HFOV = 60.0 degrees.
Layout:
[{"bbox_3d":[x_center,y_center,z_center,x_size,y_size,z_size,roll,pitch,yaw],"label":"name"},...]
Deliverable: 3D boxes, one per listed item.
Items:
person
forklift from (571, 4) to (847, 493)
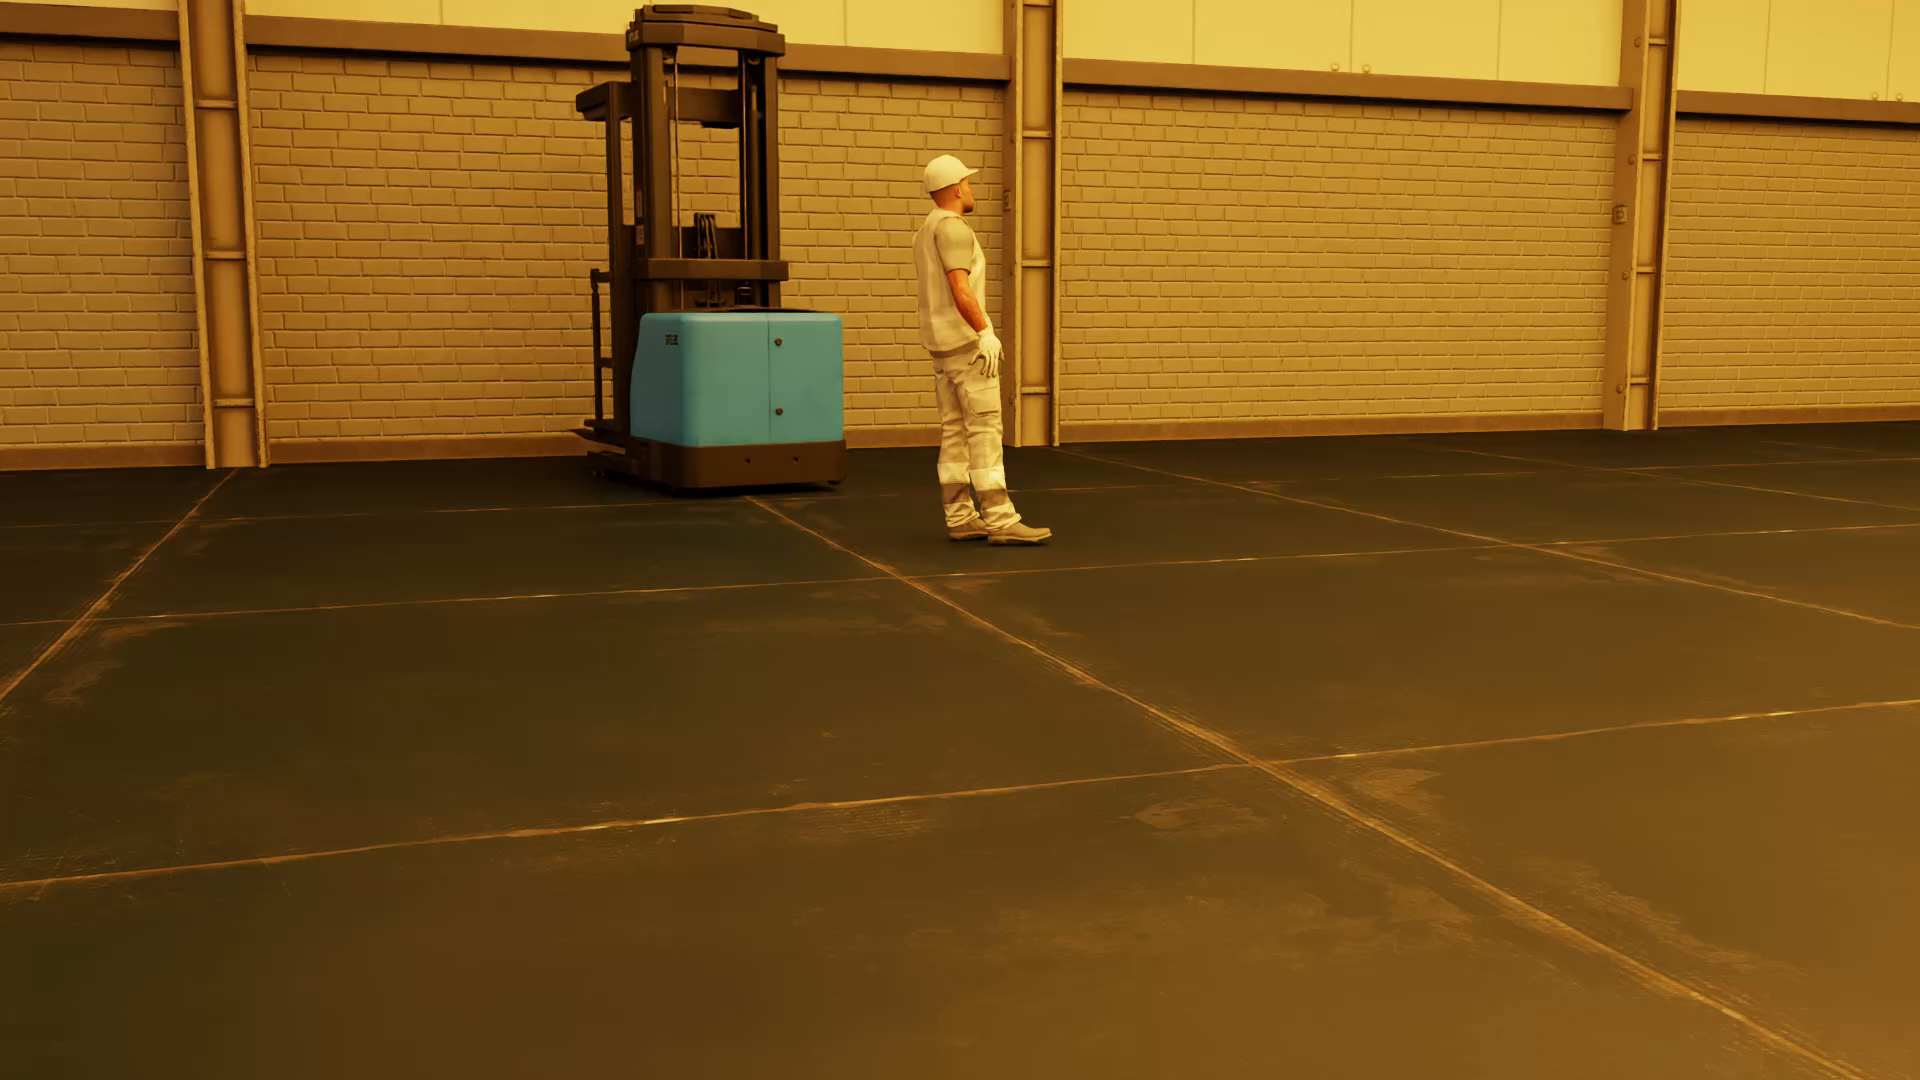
[{"bbox_3d":[0.082,-0.896,7.817,0.560,1.790,0.637,-3,8,-18],"label":"person"},{"bbox_3d":[-1.841,-1.888,10.930,1.130,2.935,3.031,-4,9,-29],"label":"forklift"}]
